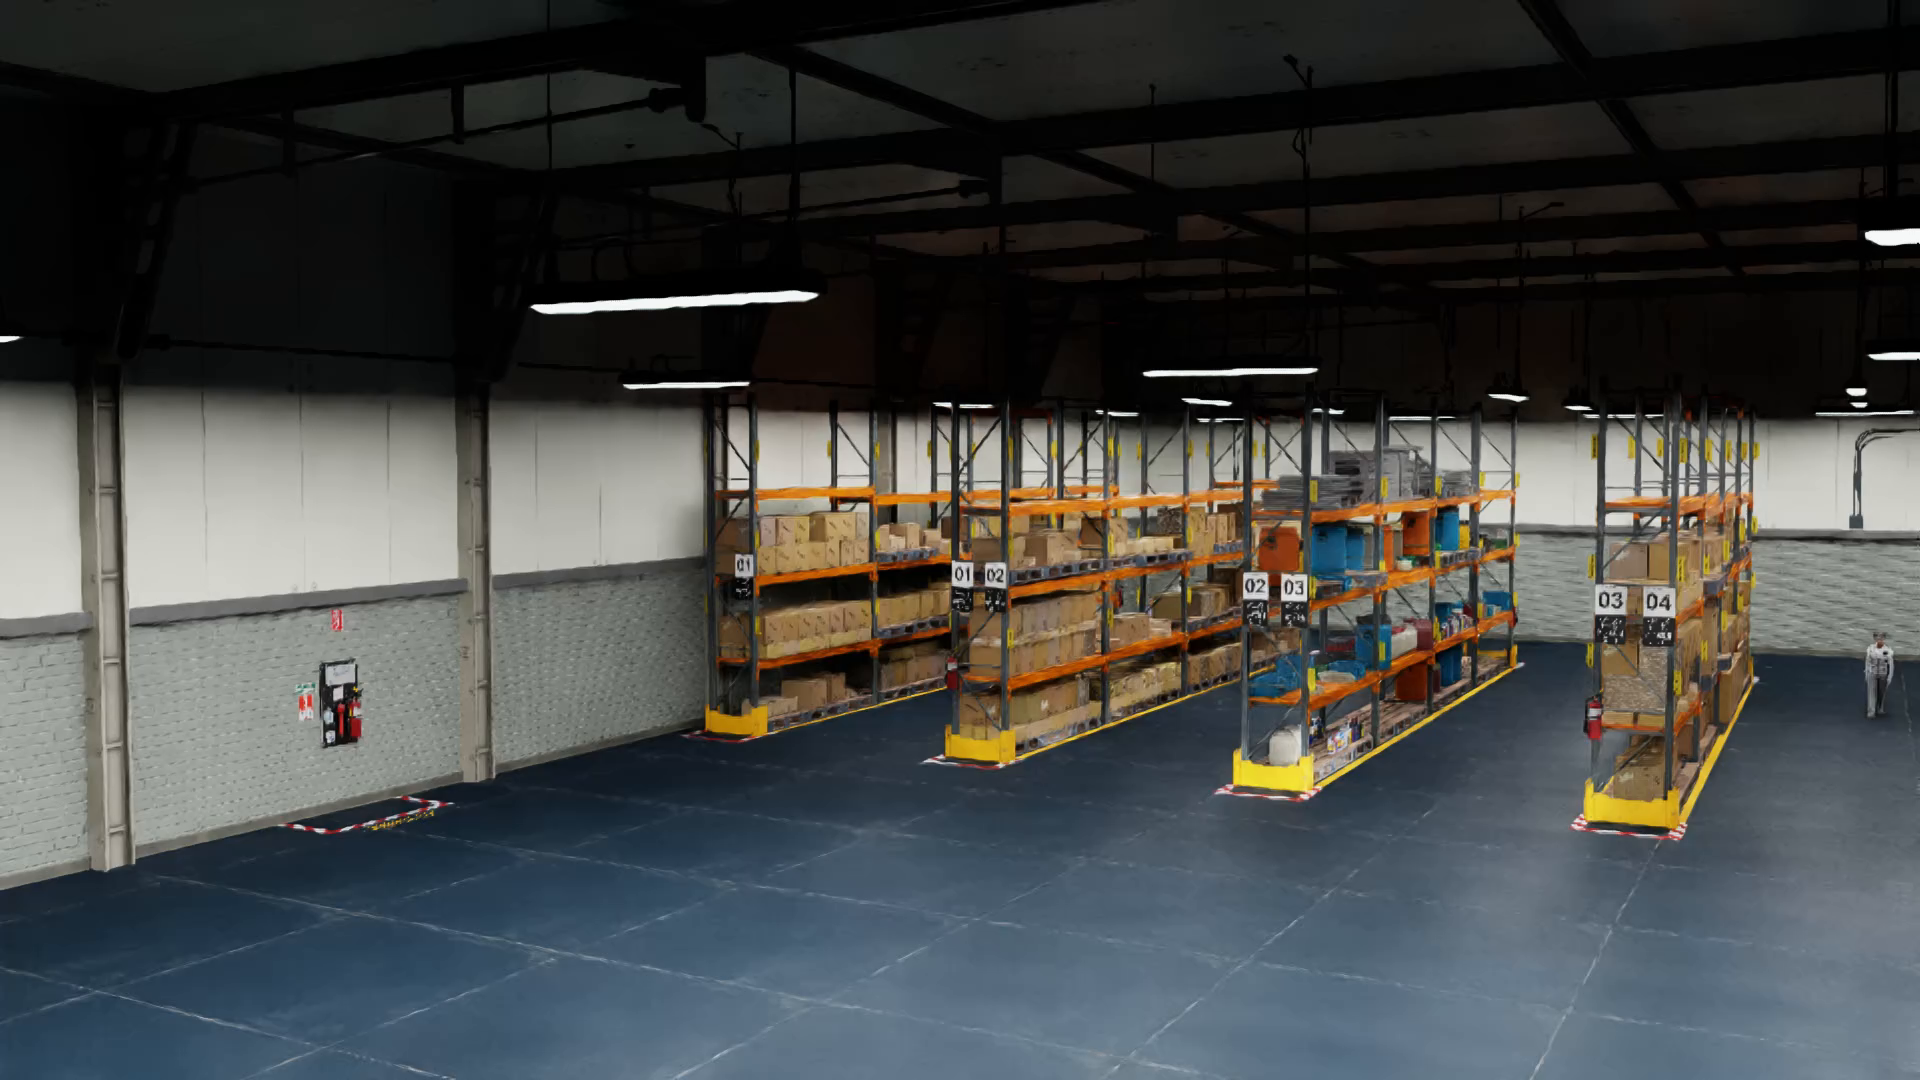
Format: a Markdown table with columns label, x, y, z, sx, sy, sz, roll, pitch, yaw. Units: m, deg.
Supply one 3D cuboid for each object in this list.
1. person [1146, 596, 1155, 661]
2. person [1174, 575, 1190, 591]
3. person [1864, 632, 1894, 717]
| label | x | y | z | sx | sy | sz | roll | pitch | yaw |
| --- | --- | --- | --- | --- | --- | --- | --- | --- | --- |
| person | 4.563 | 2.098 | 39.224 | 0.479 | 1.544 | 1.090 | 2 | 4 | 31 |
| person | 5.756 | 1.779 | 42.900 | 0.647 | 1.786 | 0.443 | -2 | 4 | -37 |
| person | 17.247 | 2.502 | 31.193 | 0.488 | 1.590 | 1.089 | 2 | 3 | 26 |
